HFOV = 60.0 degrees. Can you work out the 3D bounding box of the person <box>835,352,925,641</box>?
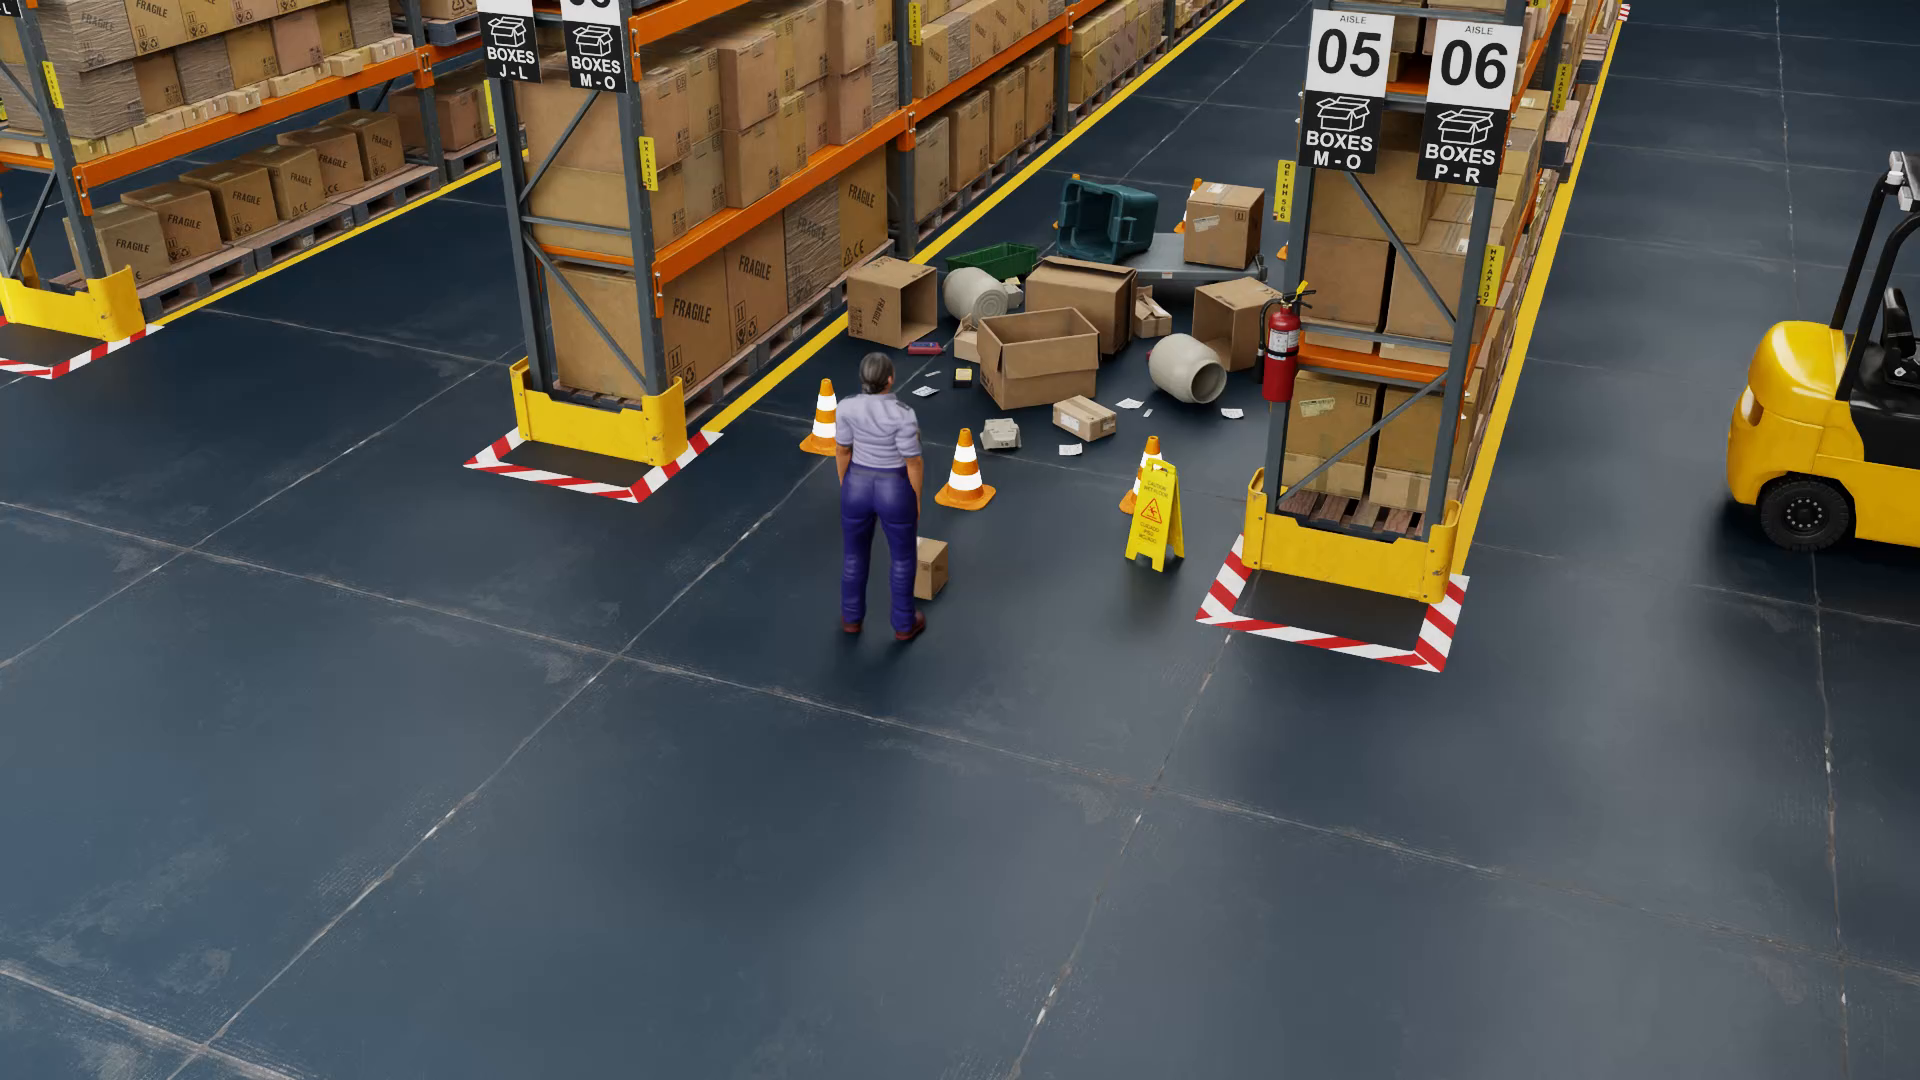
[{"bbox_3d":[-0.424,-0.231,8.796,0.506,1.670,0.351,8,31,13],"label":"person"}]
